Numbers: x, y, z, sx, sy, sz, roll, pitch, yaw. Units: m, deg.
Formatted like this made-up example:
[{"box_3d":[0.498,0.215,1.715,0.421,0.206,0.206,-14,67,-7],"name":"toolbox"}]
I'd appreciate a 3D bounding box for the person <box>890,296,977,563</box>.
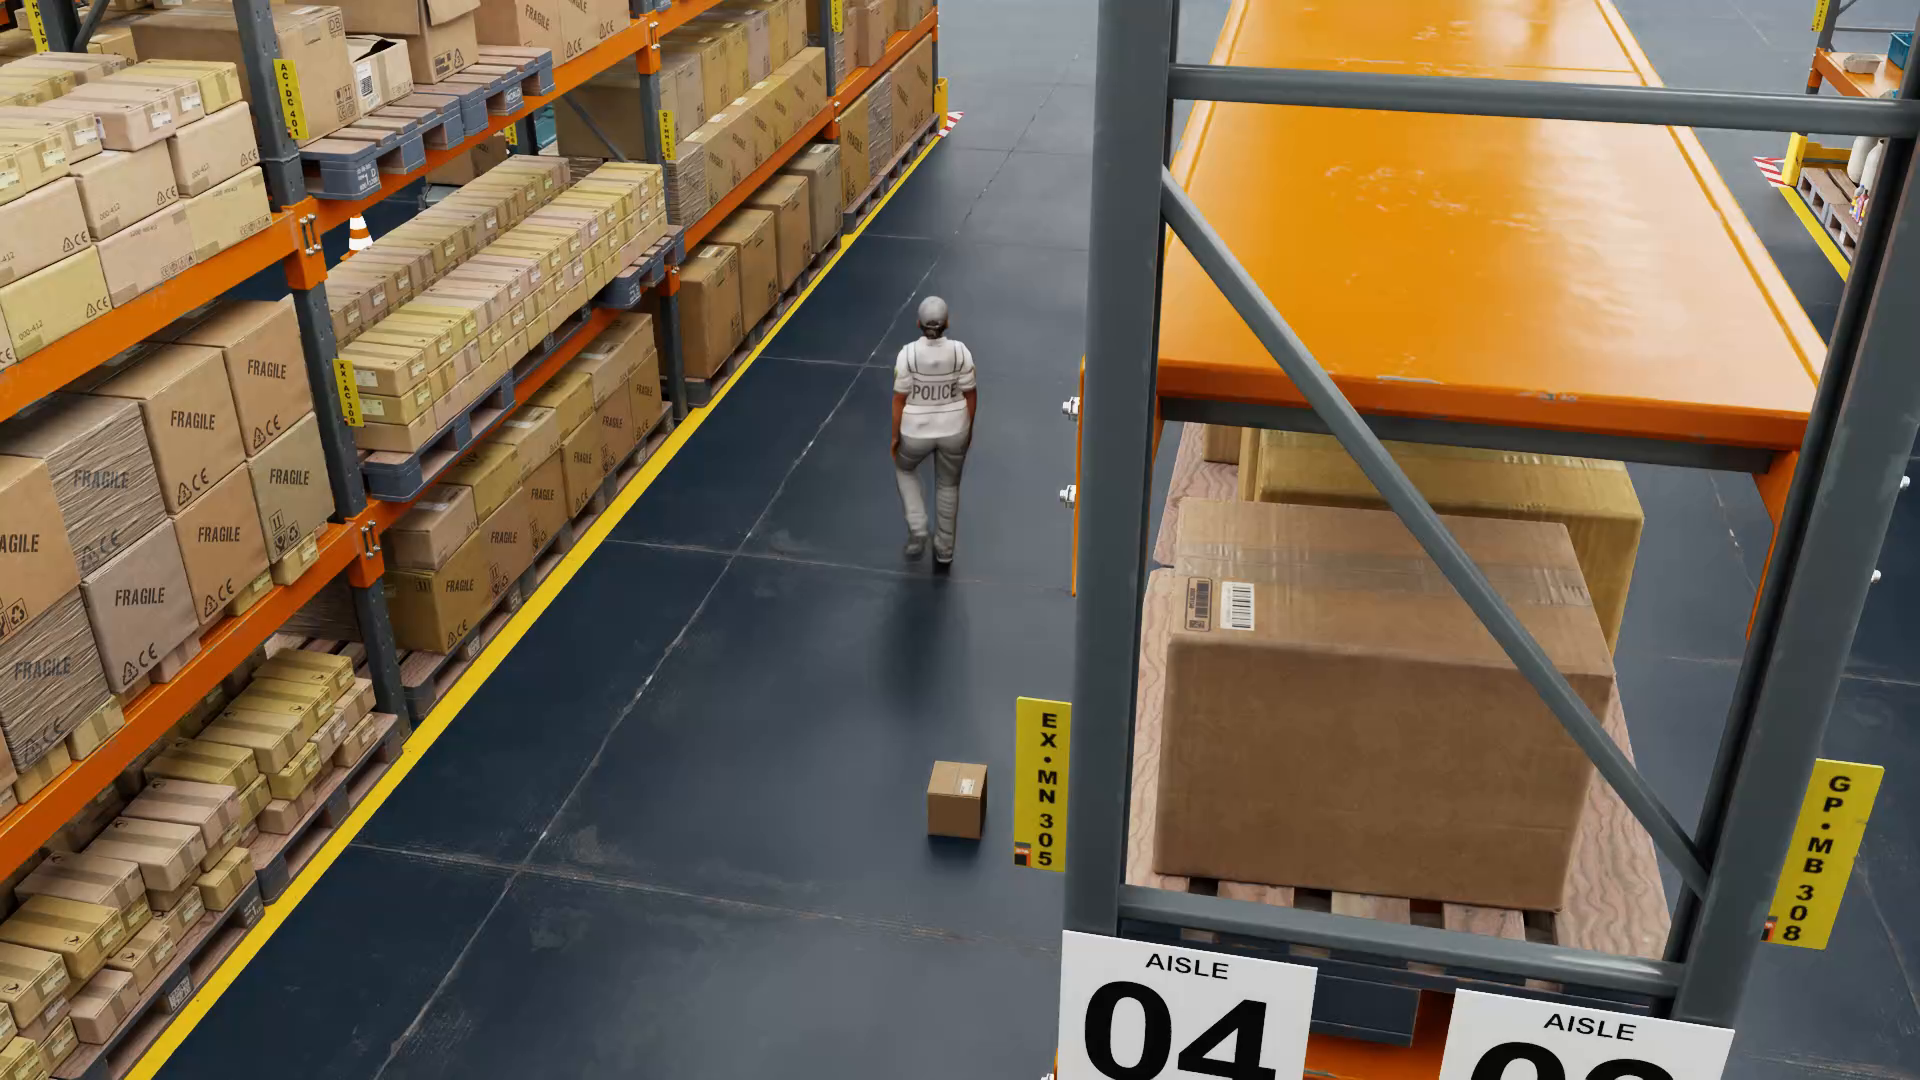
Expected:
[{"box_3d":[-0.163,-0.650,9.742,0.512,1.676,0.465,-3,29,-6],"name":"person"}]
